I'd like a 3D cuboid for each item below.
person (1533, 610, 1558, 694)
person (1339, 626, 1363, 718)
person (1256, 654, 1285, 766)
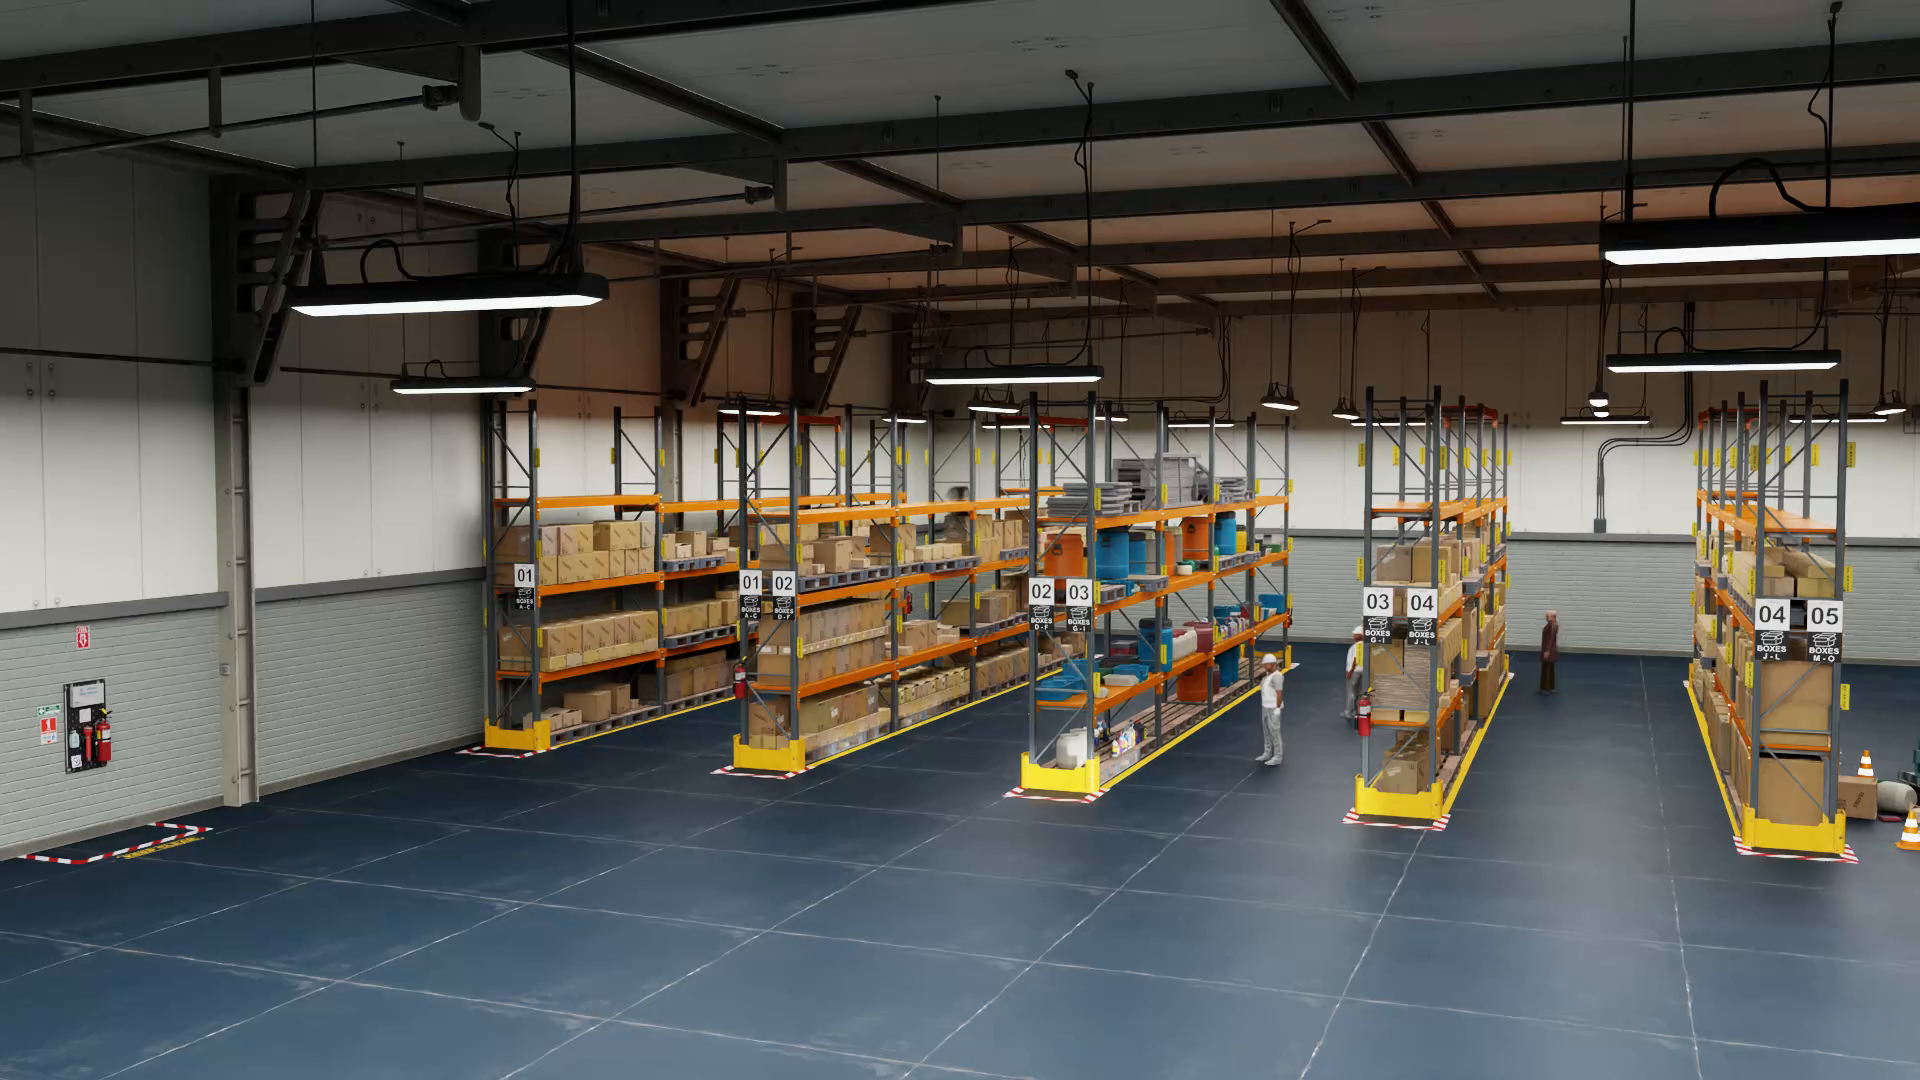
[{"bbox_3d":[12.422,2.376,35.249,0.480,1.785,0.628,1,3,23],"label":"person"},{"bbox_3d":[7.590,2.540,32.052,0.507,1.760,0.640,2,3,30],"label":"person"},{"bbox_3d":[5.094,2.761,27.268,0.393,1.783,0.614,-1,3,-10],"label":"person"}]
